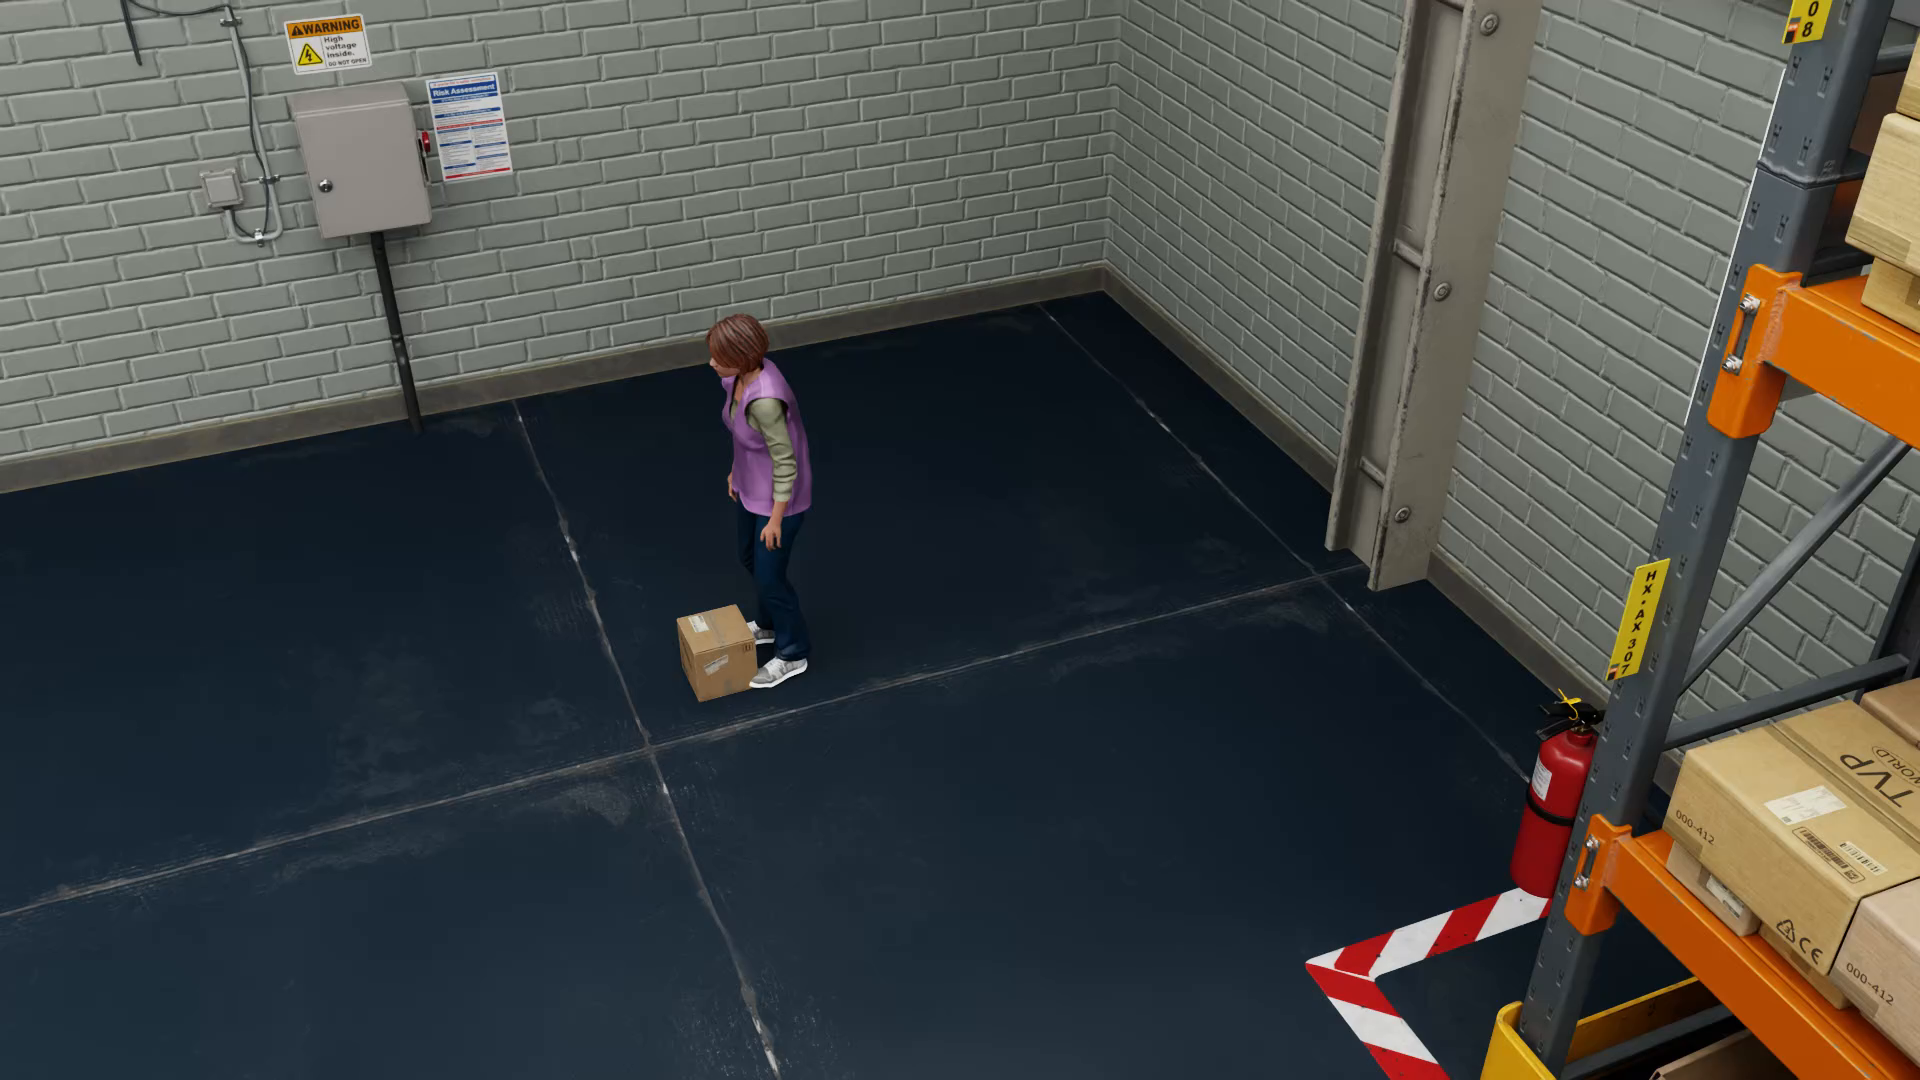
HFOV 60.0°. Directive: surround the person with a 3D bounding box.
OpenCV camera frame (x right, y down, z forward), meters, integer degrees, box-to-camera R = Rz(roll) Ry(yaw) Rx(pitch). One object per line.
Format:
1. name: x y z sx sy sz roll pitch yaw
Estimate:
1. person: -0.752 -0.158 6.386 0.343 1.593 0.481 -15 37 -20
